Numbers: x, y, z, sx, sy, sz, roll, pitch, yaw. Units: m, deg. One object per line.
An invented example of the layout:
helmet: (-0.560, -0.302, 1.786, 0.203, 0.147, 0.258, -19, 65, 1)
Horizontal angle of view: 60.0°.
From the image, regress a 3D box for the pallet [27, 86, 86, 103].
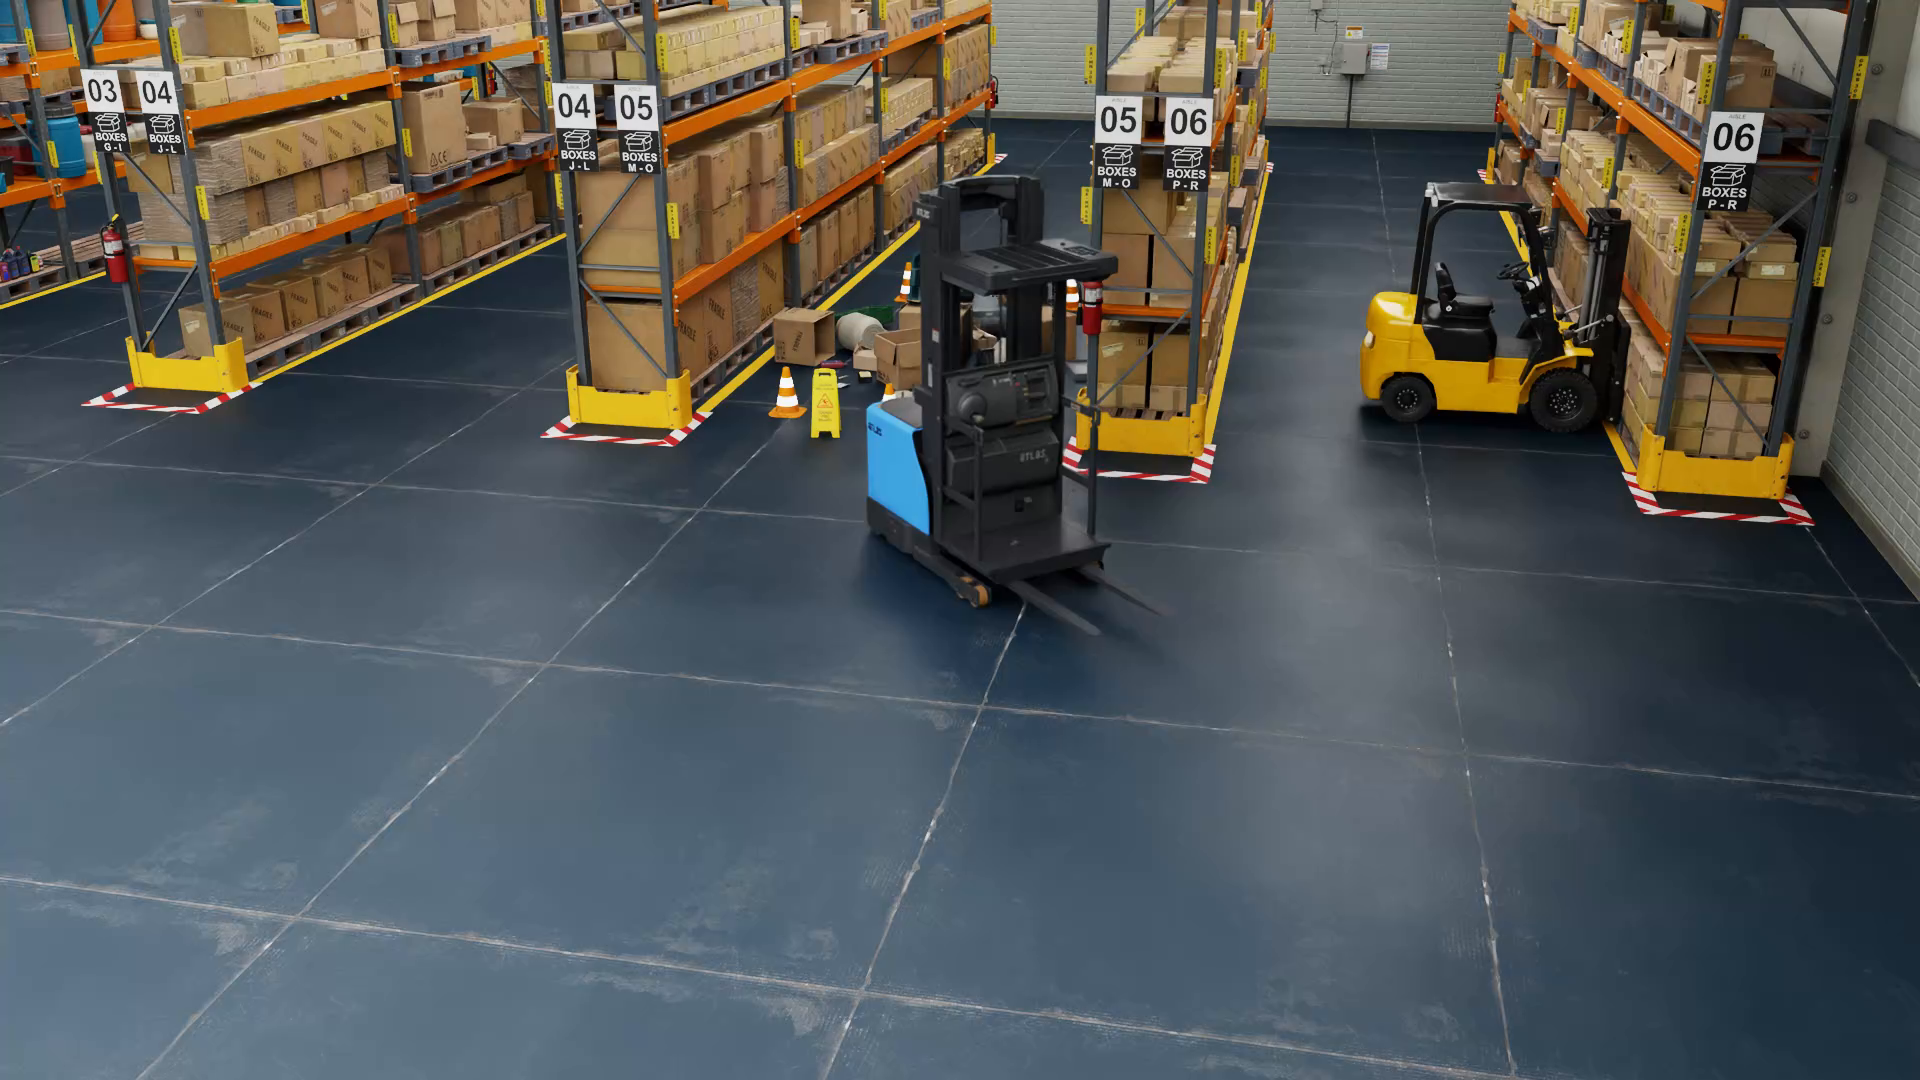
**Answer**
pallet: (-15.558, -7.754, 28.848, 1.003, 0.211, 1.213, 4, 22, 11)

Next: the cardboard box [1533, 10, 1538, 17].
cardboard box: (8.824, -7.893, 24.725, 0.500, 0.250, 0.500, 5, 22, 11)

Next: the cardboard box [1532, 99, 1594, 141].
cardboard box: (8.387, -5.843, 23.150, 0.700, 0.500, 0.500, 4, 22, 11)

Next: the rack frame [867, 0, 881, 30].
rack frame: (-1.572, -8.275, 21.855, 1.000, 3.000, 0.127, 4, 22, 11)

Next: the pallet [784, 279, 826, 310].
pallet: (-2.305, -3.024, 20.580, 1.003, 0.211, 1.213, 4, 22, 11)

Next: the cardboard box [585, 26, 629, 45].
cardboard box: (-3.364, -4.787, 15.781, 0.380, 0.149, 0.250, 5, 22, 12)

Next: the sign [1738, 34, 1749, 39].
sign: (7.882, -4.938, 16.787, 0.100, 0.325, 0.005, 4, 22, 11)

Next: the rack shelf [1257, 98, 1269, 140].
rack shelf: (4.518, -7.013, 27.714, 1.077, 0.370, 4.000, 4, 22, 11)

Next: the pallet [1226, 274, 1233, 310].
pallet: (2.882, -3.128, 20.838, 1.003, 0.211, 1.213, 4, 22, 11)

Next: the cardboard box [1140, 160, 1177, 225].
cardboard box: (1.663, -3.262, 15.569, 0.700, 0.500, 0.500, 5, 22, 11)

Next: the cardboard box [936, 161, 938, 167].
cardboard box: (-0.483, -6.214, 27.225, 0.380, 0.149, 0.250, 5, 23, 13)

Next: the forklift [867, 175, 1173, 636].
forklift: (0.424, -1.060, 12.063, 1.130, 2.935, 3.031, -12, 25, -28)

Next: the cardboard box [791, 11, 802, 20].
cardboard box: (-2.142, -6.465, 20.798, 0.500, 0.311, 0.500, 4, 22, 10)

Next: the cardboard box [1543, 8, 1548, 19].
cardboard box: (8.314, -7.301, 23.092, 0.380, 0.149, 0.250, 4, 22, 10)

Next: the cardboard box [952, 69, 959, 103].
cardboard box: (-0.314, -7.483, 27.387, 0.500, 0.500, 0.500, 4, 22, 11)

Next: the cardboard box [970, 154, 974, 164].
cardboard box: (0.037, -6.701, 29.231, 0.380, 0.149, 0.250, 3, 22, 9)

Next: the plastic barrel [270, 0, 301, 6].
plastic barrel: (-10.638, -8.931, 26.265, 0.600, 0.901, 0.708, 4, 22, 11)

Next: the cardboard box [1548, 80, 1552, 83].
cardboard box: (9.953, -7.581, 27.964, 0.500, 0.250, 0.500, 5, 22, 12)

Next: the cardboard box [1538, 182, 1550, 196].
cardboard box: (8.432, -4.981, 23.622, 0.380, 0.149, 0.250, 5, 23, 13)

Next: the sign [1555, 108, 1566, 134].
sign: (7.621, -5.313, 21.087, 0.100, 0.325, 0.005, 4, 22, 11)

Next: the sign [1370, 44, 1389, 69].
sign: (8.607, -9.922, 34.103, 0.329, 0.494, 0.001, 4, 22, 11)

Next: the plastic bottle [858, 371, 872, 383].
plastic bottle: (-1.008, -1.733, 17.574, 0.133, 0.061, 0.283, -3, 22, -8)

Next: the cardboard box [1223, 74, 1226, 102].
cardboard box: (2.219, -4.224, 15.614, 0.500, 0.250, 0.500, 5, 22, 12)

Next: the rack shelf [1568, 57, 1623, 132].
rack shelf: (7.746, -5.101, 18.953, 1.077, 0.370, 4.000, 4, 22, 11)

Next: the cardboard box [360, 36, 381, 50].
cardboard box: (-7.007, -5.811, 19.418, 0.380, 0.149, 0.250, 5, 23, 13)

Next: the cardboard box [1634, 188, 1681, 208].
cardboard box: (6.795, -3.324, 16.191, 0.380, 0.149, 0.250, 4, 22, 10)

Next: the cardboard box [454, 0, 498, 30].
cardboard box: (-6.470, -7.015, 21.939, 0.500, 0.500, 0.500, 5, 22, 12)

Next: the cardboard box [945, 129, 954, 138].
cardboard box: (-0.318, -7.291, 29.899, 0.380, 0.149, 0.250, 5, 22, 12)

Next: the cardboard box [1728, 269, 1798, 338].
cardboard box: (6.895, -2.056, 14.309, 0.500, 0.500, 0.500, 5, 23, 13)

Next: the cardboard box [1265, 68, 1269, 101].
cardboard box: (5.087, -7.928, 28.889, 0.500, 0.500, 0.500, 5, 22, 11)

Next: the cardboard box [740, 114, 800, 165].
cardboard box: (-2.293, -4.722, 19.590, 0.700, 0.500, 0.500, 4, 22, 10)

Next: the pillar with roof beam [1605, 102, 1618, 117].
pillar with roof beam: (5.780, -9.535, 24.983, 9.100, 9.000, 0.400, 4, 22, 11)

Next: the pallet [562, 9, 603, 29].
pallet: (-6.103, -7.860, 25.092, 1.003, 0.211, 1.213, 6, 23, 13)

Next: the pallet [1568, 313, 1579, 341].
pallet: (7.450, -2.291, 18.760, 1.003, 0.211, 1.213, 4, 22, 11)

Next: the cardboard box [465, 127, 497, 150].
cardboard box: (-6.483, -5.410, 22.388, 0.396, 0.266, 0.258, 4, 22, 9)

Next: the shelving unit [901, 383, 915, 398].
shelving unit: (-0.341, -0.752, 13.815, 0.215, 1.050, 0.252, 8, 23, 19)

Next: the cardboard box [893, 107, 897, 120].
cardboard box: (-1.121, -6.160, 24.009, 0.380, 0.149, 0.250, 5, 22, 11)

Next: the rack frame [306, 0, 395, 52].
rack frame: (-7.224, -7.227, 19.254, 1.000, 3.000, 0.127, 4, 22, 11)

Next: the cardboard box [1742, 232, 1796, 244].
cardboard box: (6.915, -2.534, 14.229, 0.380, 0.149, 0.250, 5, 23, 13)

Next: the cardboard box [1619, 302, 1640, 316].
cardboard box: (6.728, -2.173, 16.515, 0.500, 0.250, 0.500, 5, 23, 13)

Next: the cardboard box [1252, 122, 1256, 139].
cardboard box: (4.161, -6.176, 24.874, 0.500, 0.250, 0.500, 4, 22, 10)

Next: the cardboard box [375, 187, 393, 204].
cardboard box: (-7.040, -4.136, 19.945, 0.380, 0.149, 0.250, 4, 22, 11)

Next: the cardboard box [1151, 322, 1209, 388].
cardboard box: (2.101, -1.776, 15.863, 0.500, 0.500, 0.500, 4, 22, 9)

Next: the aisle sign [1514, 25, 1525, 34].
aisle sign: (9.513, -8.954, 28.091, 0.394, 0.787, 0.004, 4, 22, 11)

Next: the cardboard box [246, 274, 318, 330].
cardboard box: (-7.661, -2.693, 18.809, 0.500, 0.500, 0.500, 7, 23, 16)

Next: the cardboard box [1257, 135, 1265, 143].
cardboard box: (4.890, -6.835, 29.178, 0.875, 0.438, 0.875, 4, 22, 9)

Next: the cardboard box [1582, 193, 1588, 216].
cardboard box: (7.413, -3.810, 19.000, 0.500, 0.250, 0.500, 5, 22, 11)

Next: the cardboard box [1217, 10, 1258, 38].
cardboard box: (3.081, -5.804, 18.704, 0.500, 0.250, 0.500, 4, 22, 10)

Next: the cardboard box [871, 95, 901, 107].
cardboard box: (-1.074, -6.385, 24.169, 0.380, 0.149, 0.250, 6, 23, 13)

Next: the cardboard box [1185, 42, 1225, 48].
cardboard box: (2.508, -5.012, 17.037, 0.380, 0.149, 0.250, 5, 22, 12)

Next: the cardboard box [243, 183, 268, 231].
cardboard box: (-7.916, -3.557, 17.639, 0.875, 0.500, 0.500, 4, 22, 11)

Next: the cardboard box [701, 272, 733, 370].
cardboard box: (-2.954, -2.351, 17.458, 0.875, 0.875, 0.875, 4, 22, 10)

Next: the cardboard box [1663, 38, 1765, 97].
cardboard box: (6.837, -4.288, 15.137, 0.797, 0.503, 0.637, 5, 23, 13)

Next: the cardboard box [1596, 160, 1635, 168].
cardboard box: (7.365, -4.180, 18.715, 0.380, 0.149, 0.250, 4, 22, 10)

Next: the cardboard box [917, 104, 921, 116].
cardboard box: (-0.800, -6.596, 25.489, 0.380, 0.149, 0.250, 3, 22, 8)

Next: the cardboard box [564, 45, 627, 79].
cardboard box: (-3.378, -4.468, 15.524, 0.500, 0.250, 0.500, 5, 22, 12)
